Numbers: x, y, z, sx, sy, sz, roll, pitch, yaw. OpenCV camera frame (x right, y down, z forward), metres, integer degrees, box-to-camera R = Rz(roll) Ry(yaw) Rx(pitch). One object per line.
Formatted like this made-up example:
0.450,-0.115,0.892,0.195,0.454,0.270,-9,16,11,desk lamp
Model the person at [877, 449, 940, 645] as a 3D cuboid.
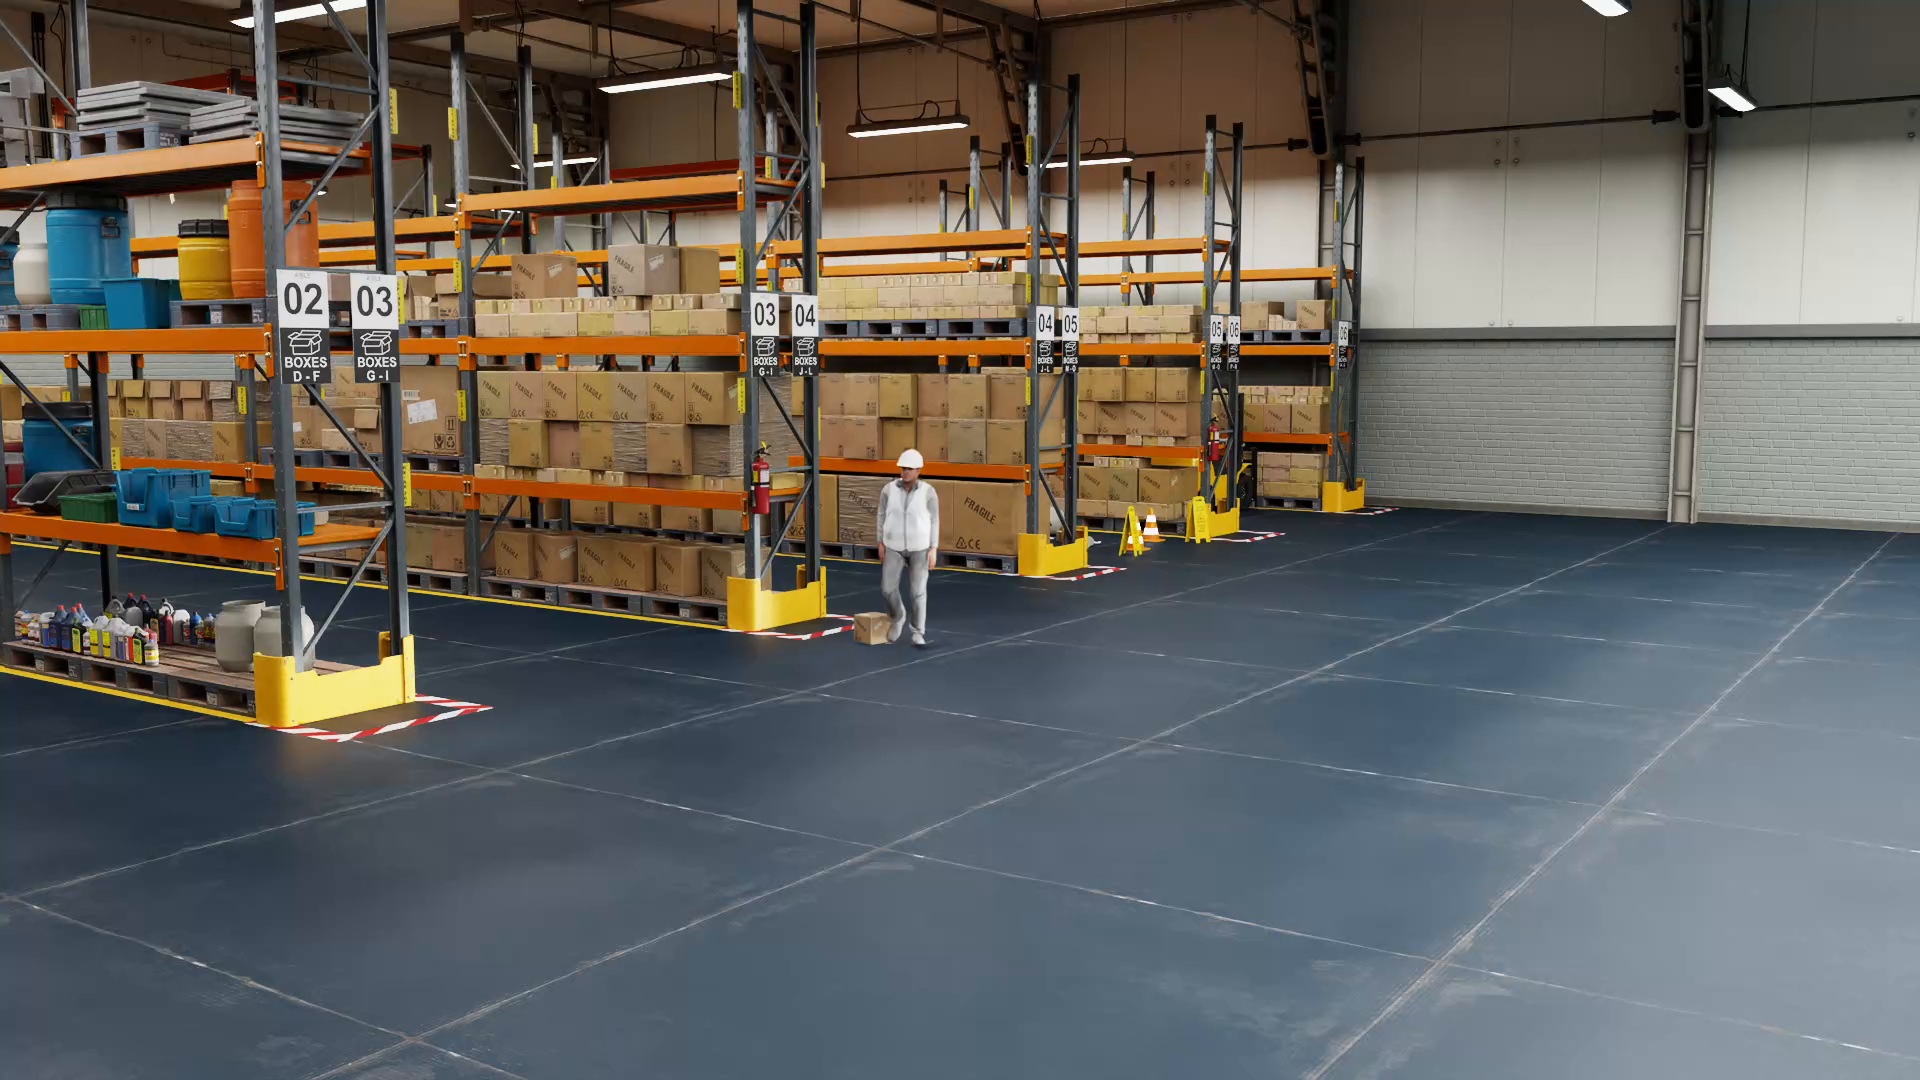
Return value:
-0.463,0.064,14.839,0.568,1.759,0.539,0,6,4,person
